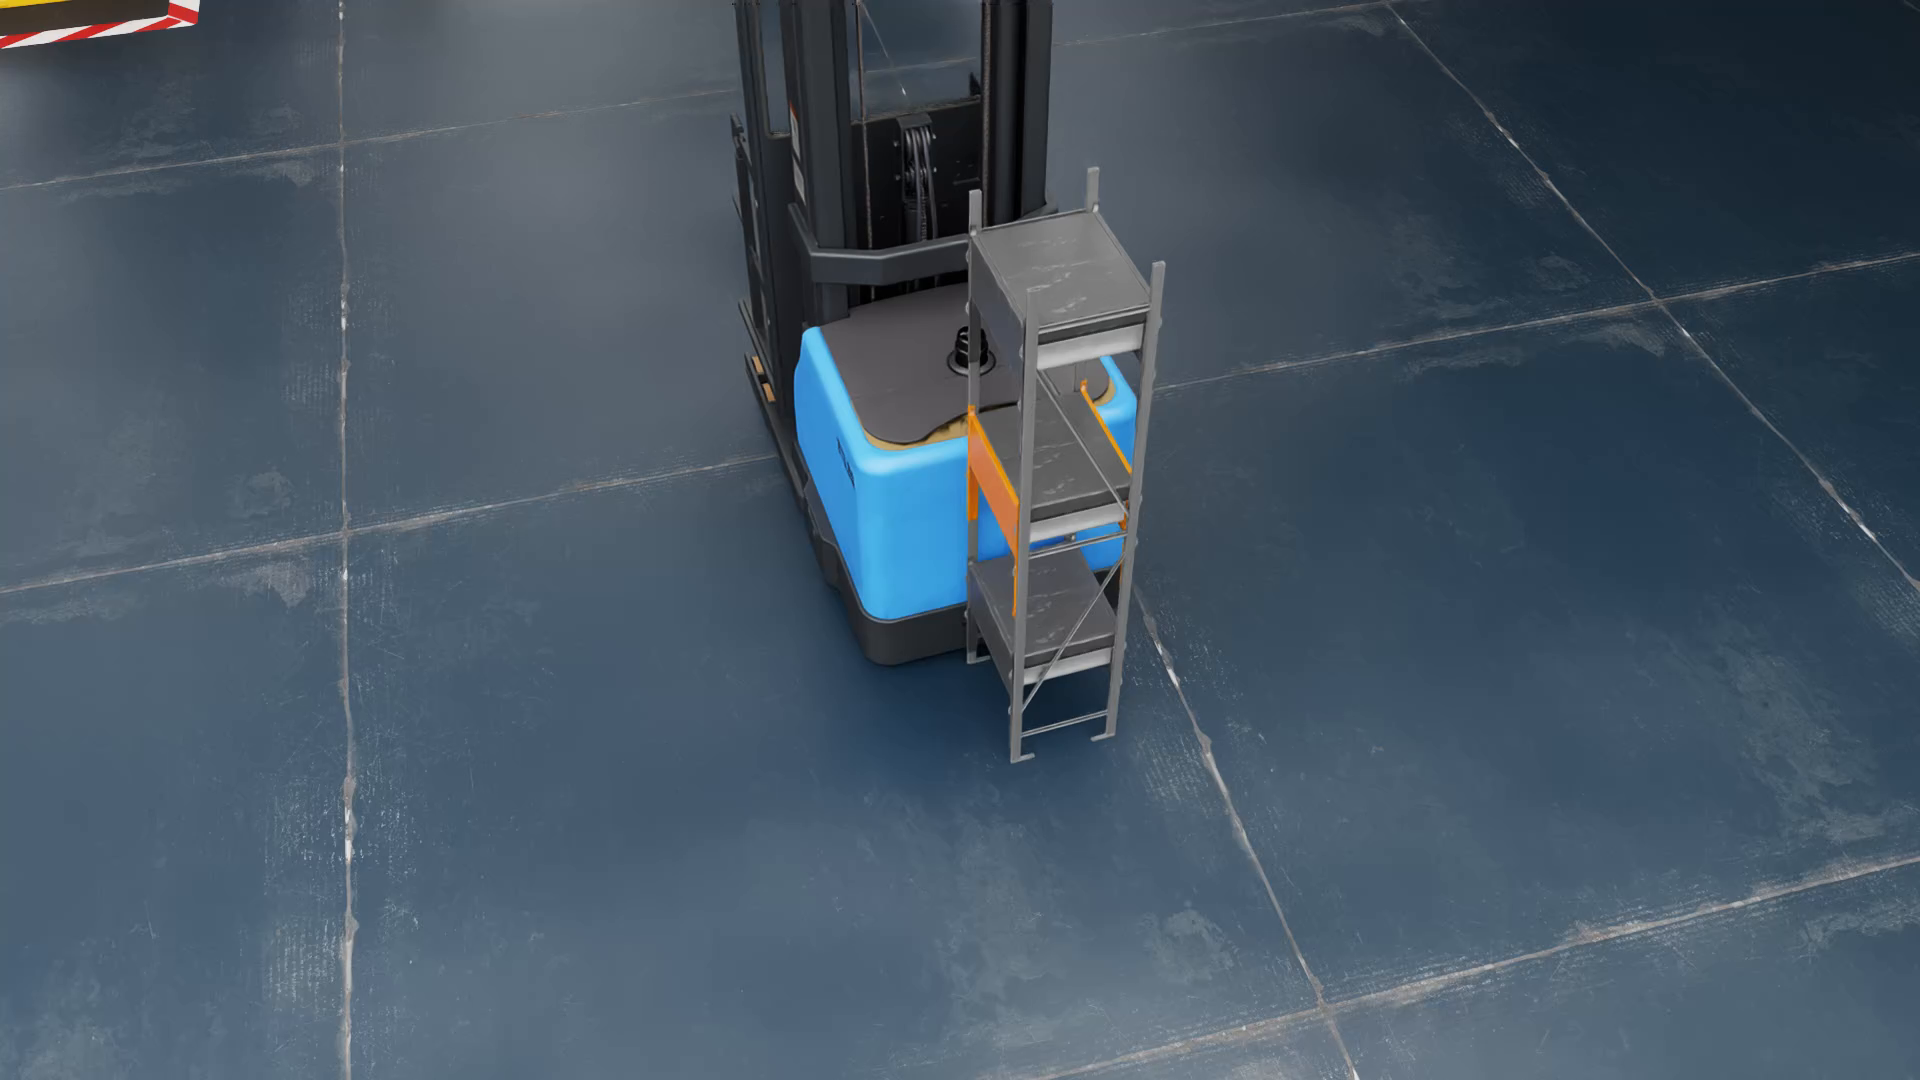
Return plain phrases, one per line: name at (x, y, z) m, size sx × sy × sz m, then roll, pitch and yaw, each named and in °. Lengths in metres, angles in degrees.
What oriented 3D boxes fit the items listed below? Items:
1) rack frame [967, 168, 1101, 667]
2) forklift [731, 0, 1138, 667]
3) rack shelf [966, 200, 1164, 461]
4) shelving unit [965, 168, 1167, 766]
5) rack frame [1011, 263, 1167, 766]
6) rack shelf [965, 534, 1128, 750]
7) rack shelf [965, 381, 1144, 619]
rack frame at (0.220, -0.306, 5.580) m, size 0.400 × 2.100 × 0.015 m, roll -13°, pitch 47°, yaw -13°
forklift at (-0.309, -1.628, 6.293) m, size 1.130 × 2.935 × 3.031 m, roll -13°, pitch 47°, yaw -13°
rack shelf at (0.297, -0.621, 4.928) m, size 0.431 × 0.518 × 0.480 m, roll -13°, pitch 47°, yaw -13°
shelving unit at (0.297, -0.141, 5.418) m, size 0.431 × 2.100 × 0.503 m, roll -13°, pitch 47°, yaw -13°
rack frame at (0.374, 0.024, 5.256) m, size 0.400 × 2.100 × 0.015 m, roll -13°, pitch 47°, yaw -13°
rack shelf at (0.297, 0.358, 5.928) m, size 0.431 × 0.518 × 0.480 m, roll -13°, pitch 47°, yaw -13°
rack shelf at (0.297, -0.131, 5.428) m, size 0.431 × 0.518 × 0.480 m, roll -13°, pitch 47°, yaw -13°
